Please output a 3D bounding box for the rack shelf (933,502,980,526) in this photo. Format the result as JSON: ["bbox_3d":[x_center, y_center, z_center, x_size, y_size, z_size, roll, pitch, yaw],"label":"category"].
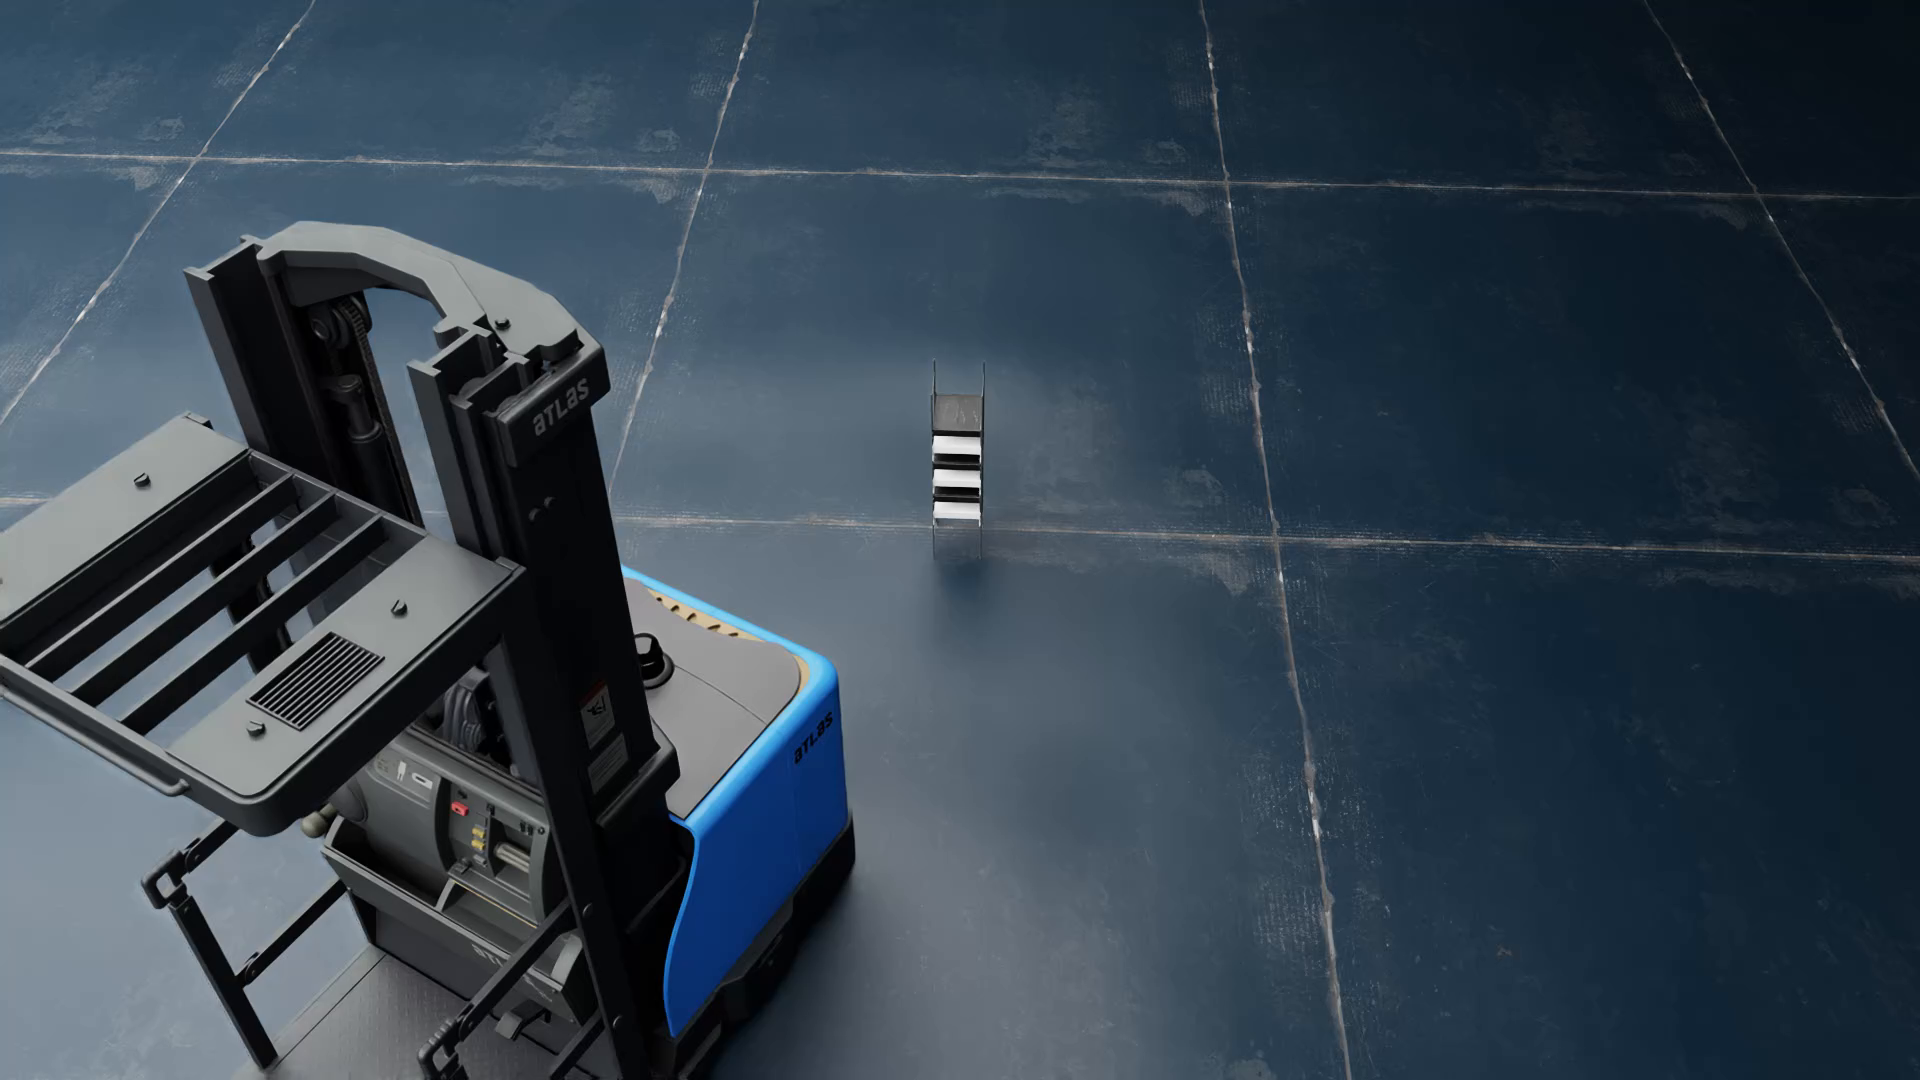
[{"bbox_3d":[-0.008,-0.173,7.174,0.200,0.077,0.258,2,43,2],"label":"rack shelf"}]

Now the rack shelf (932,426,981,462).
[{"bbox_3d":[-0.008,-0.437,6.929,0.200,0.077,0.258,2,43,2],"label":"rack shelf"}]

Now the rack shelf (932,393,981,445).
[{"bbox_3d":[-0.008,-0.503,6.868,0.200,0.077,0.258,2,43,2],"label":"rack shelf"}]

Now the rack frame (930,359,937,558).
[{"bbox_3d":[-0.110,-0.333,7.032,0.006,0.900,0.240,2,43,2],"label":"rack frame"}]

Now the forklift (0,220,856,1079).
[{"bbox_3d":[-1.564,0.802,4.324,1.130,2.935,3.031,22,47,22],"label":"forklift"}]

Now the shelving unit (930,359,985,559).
[{"bbox_3d":[-0.008,-0.330,7.029,0.210,0.900,0.258,2,43,2],"label":"shelving unit"}]

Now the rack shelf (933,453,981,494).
[{"bbox_3d":[-0.008,-0.305,7.052,0.200,0.077,0.258,2,43,2],"label":"rack shelf"}]

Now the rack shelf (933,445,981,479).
[{"bbox_3d":[-0.008,-0.371,6.990,0.200,0.077,0.258,2,43,2],"label":"rack shelf"}]

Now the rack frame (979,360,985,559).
[{"bbox_3d":[0.093,-0.326,7.026,0.006,0.900,0.240,2,43,2],"label":"rack frame"}]

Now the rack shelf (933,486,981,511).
[{"bbox_3d":[-0.008,-0.239,7.113,0.200,0.077,0.258,2,43,2],"label":"rack shelf"}]
